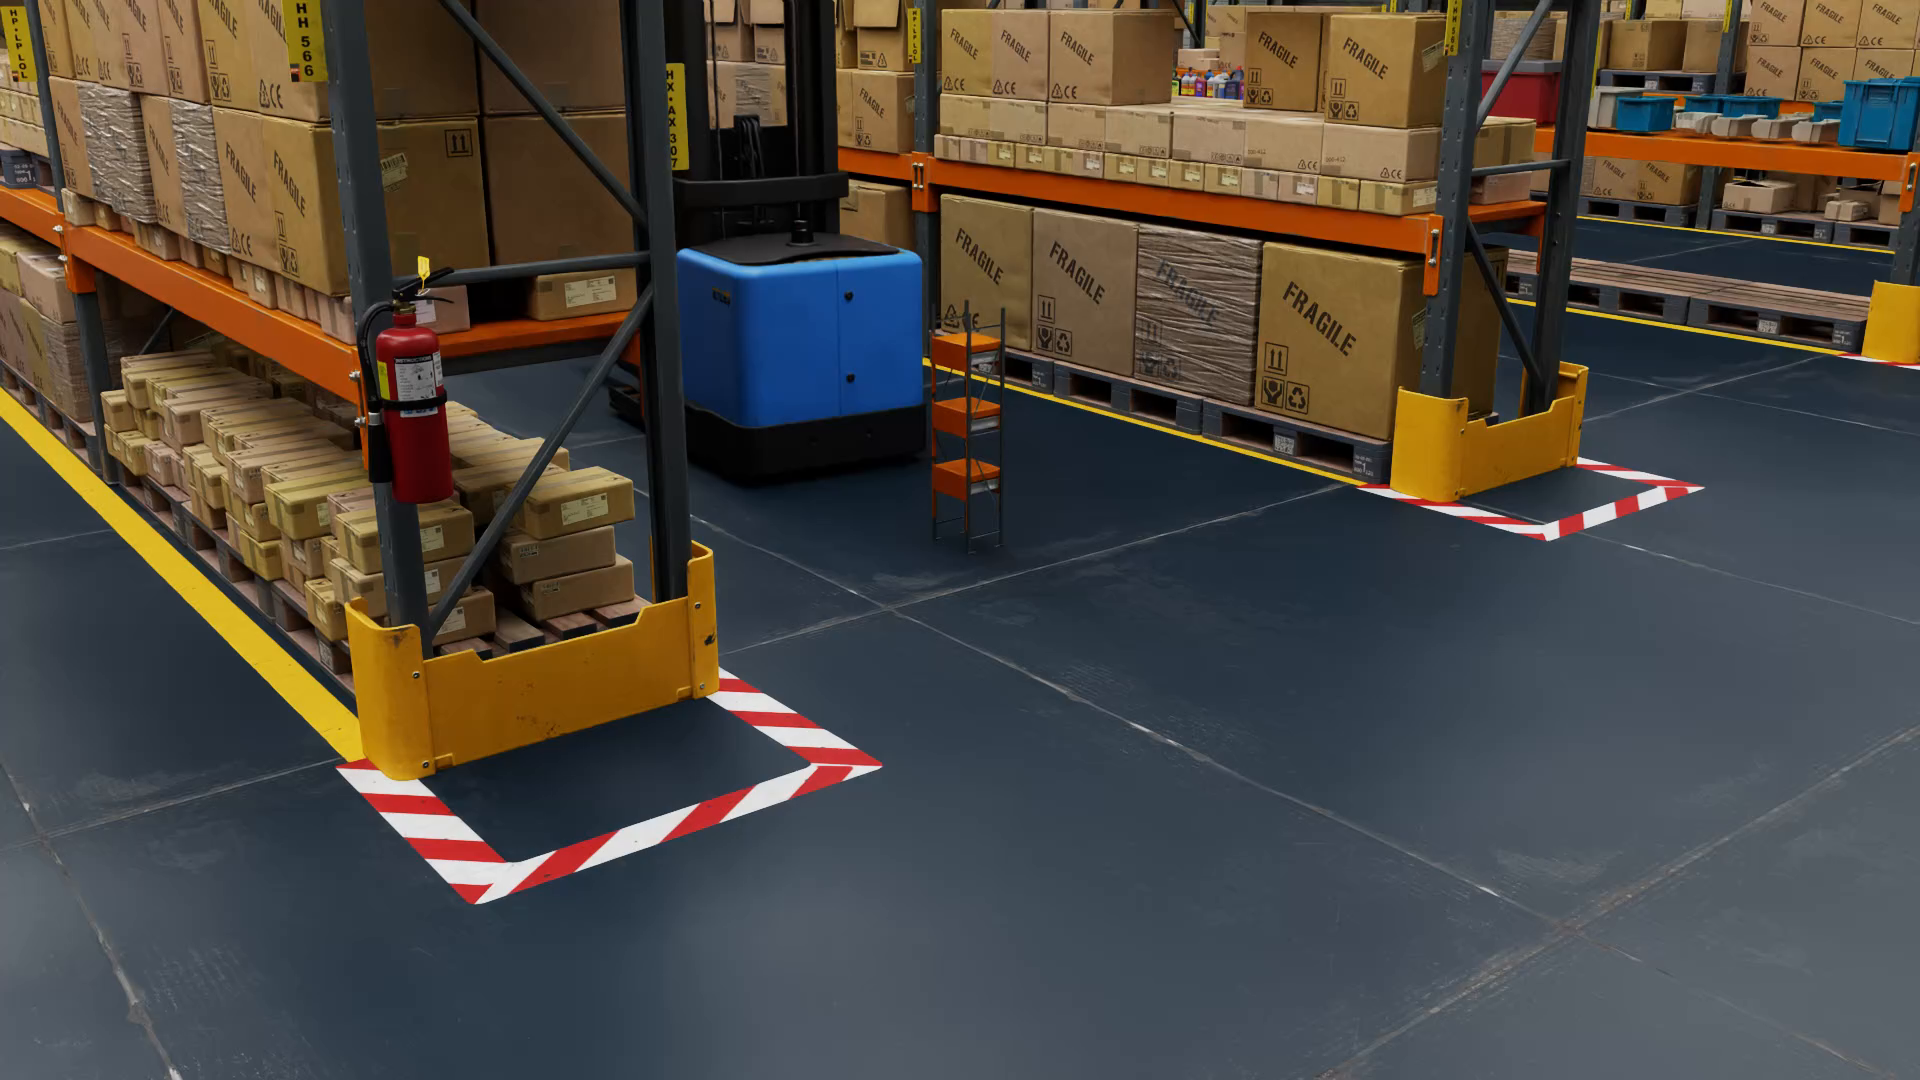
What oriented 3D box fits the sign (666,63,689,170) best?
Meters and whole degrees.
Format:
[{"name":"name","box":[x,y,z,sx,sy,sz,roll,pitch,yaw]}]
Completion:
[{"name":"sign","box":[-0.904,-1.328,5.223,0.100,0.325,0.005,-14,23,-36]}]

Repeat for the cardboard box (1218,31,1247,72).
[{"name":"cardboard box","box":[3.730,-6.368,21.664,0.500,0.500,0.500,-12,22,-32]}]

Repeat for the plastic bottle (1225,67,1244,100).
[{"name":"plastic bottle","box":[2.510,-4.117,15.102,0.144,0.351,0.185,-14,23,-36]}]

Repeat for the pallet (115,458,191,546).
[{"name":"pallet","box":[-3.368,-0.314,7.975,1.003,0.211,1.213,-14,23,-36]}]

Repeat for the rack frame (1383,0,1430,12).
[{"name":"rack frame","box":[6.820,-7.611,25.576,1.000,3.000,0.127,-14,23,-36]}]

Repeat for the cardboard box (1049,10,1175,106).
[{"name":"cardboard box","box":[0.861,-2.747,9.460,0.500,0.500,0.500,-15,23,-38]}]

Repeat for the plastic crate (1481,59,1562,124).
[{"name":"plastic crate","box":[4.378,-3.496,12.951,0.402,0.464,0.583,-14,23,-36]}]

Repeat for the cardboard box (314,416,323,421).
[{"name":"cardboard box","box":[-2.758,-0.501,7.498,0.380,0.149,0.250,-13,23,-35]}]

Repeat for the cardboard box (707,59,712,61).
[{"name":"cardboard box","box":[-1.935,-3.473,12.920,0.500,0.500,0.500,-15,23,-38]}]

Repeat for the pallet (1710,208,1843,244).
[{"name":"pallet","box":[8.332,-3.179,16.627,1.003,0.211,1.213,-14,23,-36]}]

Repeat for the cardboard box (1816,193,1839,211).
[{"name":"cardboard box","box":[8.762,-3.362,16.578,0.380,0.149,0.250,-14,23,-36]}]

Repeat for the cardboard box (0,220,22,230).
[{"name":"cardboard box","box":[-5.743,-1.809,10.168,0.500,0.250,0.500,-14,23,-37]}]

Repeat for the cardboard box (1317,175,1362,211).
[{"name":"cardboard box","box":[1.980,-1.722,8.190,0.380,0.149,0.250,-14,23,-36]}]

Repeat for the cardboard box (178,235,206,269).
[{"name":"cardboard box","box":[-2.835,-1.171,6.528,0.380,0.149,0.250,-13,22,-34]}]

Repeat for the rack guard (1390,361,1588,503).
[{"name":"rack guard","box":[2.637,-0.561,8.262,1.175,0.500,0.348,-14,23,-36]}]

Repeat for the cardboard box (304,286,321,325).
[{"name":"cardboard box","box":[-1.878,-0.785,5.361,0.380,0.149,0.250,-14,23,-36]}]

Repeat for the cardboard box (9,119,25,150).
[{"name":"cardboard box","box":[-4.862,-2.191,8.938,0.380,0.149,0.250,-15,24,-38]}]

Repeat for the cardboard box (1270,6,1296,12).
[{"name":"cardboard box","box":[5.342,-8.337,26.784,0.500,0.500,0.500,-13,22,-34]}]

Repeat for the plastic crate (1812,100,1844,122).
[{"name":"plastic crate","box":[6.200,-2.957,11.691,0.416,0.233,0.300,-14,23,-36]}]

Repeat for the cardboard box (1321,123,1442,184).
[{"name":"cardboard box","box":[2.113,-1.891,8.068,0.500,0.250,0.500,-14,23,-37]}]

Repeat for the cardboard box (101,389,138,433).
[{"name":"cardboard box","box":[-3.838,-0.632,7.892,0.380,0.149,0.250,-13,22,-34]}]

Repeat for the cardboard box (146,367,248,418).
[{"name":"cardboard box","box":[-3.441,-0.667,7.526,0.380,0.149,0.250,-14,23,-37]}]

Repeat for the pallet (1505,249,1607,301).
[{"name":"pallet","box":[4.508,-2.209,13.697,1.003,0.211,1.213,-14,23,-36]}]

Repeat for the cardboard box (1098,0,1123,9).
[{"name":"cardboard box","box":[2.344,-7.539,23.135,0.700,0.500,0.500,-14,23,-36]}]

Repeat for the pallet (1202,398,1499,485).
[{"name":"pallet","box":[2.064,-0.612,8.874,1.003,0.211,1.213,-14,23,-36]}]

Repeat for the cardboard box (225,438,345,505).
[{"name":"cardboard box","box":[-2.549,-0.264,6.308,0.380,0.149,0.250,-13,22,-34]}]

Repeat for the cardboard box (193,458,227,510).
[{"name":"cardboard box","box":[-2.874,-0.254,6.752,0.380,0.149,0.250,-14,23,-36]}]

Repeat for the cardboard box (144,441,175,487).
[{"name":"cardboard box","box":[-3.478,-0.373,7.585,0.380,0.149,0.250,-14,23,-36]}]

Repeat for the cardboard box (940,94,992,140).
[{"name":"cardboard box","box":[0.224,-2.643,10.336,0.500,0.250,0.500,-14,23,-37]}]

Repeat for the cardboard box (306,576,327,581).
[{"name":"cardboard box","box":[-2.155,0.129,6.069,0.380,0.149,0.250,-14,23,-36]}]

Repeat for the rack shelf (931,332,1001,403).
[{"name":"rack shelf","box":[0.033,-0.745,7.072,0.215,0.259,0.240,-14,23,-36]}]

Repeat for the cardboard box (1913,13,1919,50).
[{"name":"cardboard box","box":[8.939,-4.642,14.860,0.500,0.500,0.500,-13,22,-34]}]

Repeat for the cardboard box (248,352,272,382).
[{"name":"cardboard box","box":[-3.198,-0.833,8.026,0.380,0.149,0.250,-14,23,-35]}]

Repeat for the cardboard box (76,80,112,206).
[{"name":"cardboard box","box":[-3.390,-1.693,7.072,0.500,0.500,0.500,-14,23,-36]}]

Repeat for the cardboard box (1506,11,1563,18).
[{"name":"cardboard box","box":[8.213,-7.298,23.772,0.700,0.500,0.500,-14,23,-36]}]

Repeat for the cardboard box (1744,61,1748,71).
[{"name":"cardboard box","box":[10.147,-6.078,21.313,0.380,0.149,0.250,-14,23,-35]}]

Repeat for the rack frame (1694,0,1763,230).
[{"name":"rack frame","box":[7.906,-4.672,16.700,1.000,3.000,0.127,-14,23,-36]}]

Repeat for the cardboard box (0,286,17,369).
[{"name":"cardboard box","box":[-5.420,-1.322,9.891,0.500,0.500,0.500,-15,23,-37]}]

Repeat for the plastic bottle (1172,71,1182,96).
[{"name":"plastic bottle","box":[2.030,-4.254,15.623,0.061,0.283,0.133,-14,23,-36]}]

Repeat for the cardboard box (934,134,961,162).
[{"name":"cardboard box","box":[0.061,-2.482,10.487,0.380,0.149,0.250,-14,23,-36]}]

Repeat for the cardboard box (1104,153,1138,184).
[{"name":"cardboard box","box":[1.030,-2.099,9.328,0.380,0.149,0.250,-15,23,-38]}]

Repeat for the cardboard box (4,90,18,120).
[{"name":"cardboard box","box":[-4.865,-2.334,8.899,0.380,0.149,0.250,-15,24,-39]}]

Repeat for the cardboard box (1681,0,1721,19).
[{"name":"cardboard box","box":[9.717,-6.885,21.526,0.500,0.250,0.500,-14,23,-37]}]

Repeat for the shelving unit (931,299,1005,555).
[{"name":"shelving unit","box":[0.033,-0.485,7.158,0.215,1.050,0.252,-14,23,-36]}]

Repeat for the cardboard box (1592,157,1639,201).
[{"name":"cardboard box","box":[7.075,-3.883,17.595,0.500,0.500,0.500,-14,23,-36]}]

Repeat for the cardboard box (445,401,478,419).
[{"name":"cardboard box","box":[-2.221,-0.455,6.885,0.380,0.149,0.250,-14,23,-35]}]

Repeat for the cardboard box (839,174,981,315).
[{"name":"cardboard box","box":[-0.275,-2.084,11.596,1.225,0.875,0.875,-14,23,-36]}]

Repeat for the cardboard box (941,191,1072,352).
[{"name":"cardboard box","box":[0.485,-1.752,10.593,0.875,0.875,0.875,-14,23,-36]}]

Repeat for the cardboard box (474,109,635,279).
[{"name":"cardboard box","box":[-1.391,-1.164,5.473,0.500,0.500,0.500,-13,22,-34]}]

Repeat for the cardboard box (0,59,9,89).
[{"name":"cardboard box","box":[-5.024,-2.541,9.049,0.380,0.149,0.250,-15,24,-39]}]

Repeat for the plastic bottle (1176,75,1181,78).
[{"name":"plastic bottle","box":[2.180,-4.549,16.645,0.097,0.201,0.097,0,18,0]}]

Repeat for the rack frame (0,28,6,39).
[{"name":"rack frame","box":[-6.296,-2.782,10.992,1.000,3.000,0.127,-14,23,-36]}]

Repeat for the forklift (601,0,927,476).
[{"name":"forklift","box":[-1.350,-2.116,9.090,1.130,2.935,3.031,-10,21,-29]}]

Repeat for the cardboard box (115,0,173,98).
[{"name":"cardboard box","box":[-2.784,-1.919,6.163,0.500,0.500,0.500,-15,23,-38]}]
